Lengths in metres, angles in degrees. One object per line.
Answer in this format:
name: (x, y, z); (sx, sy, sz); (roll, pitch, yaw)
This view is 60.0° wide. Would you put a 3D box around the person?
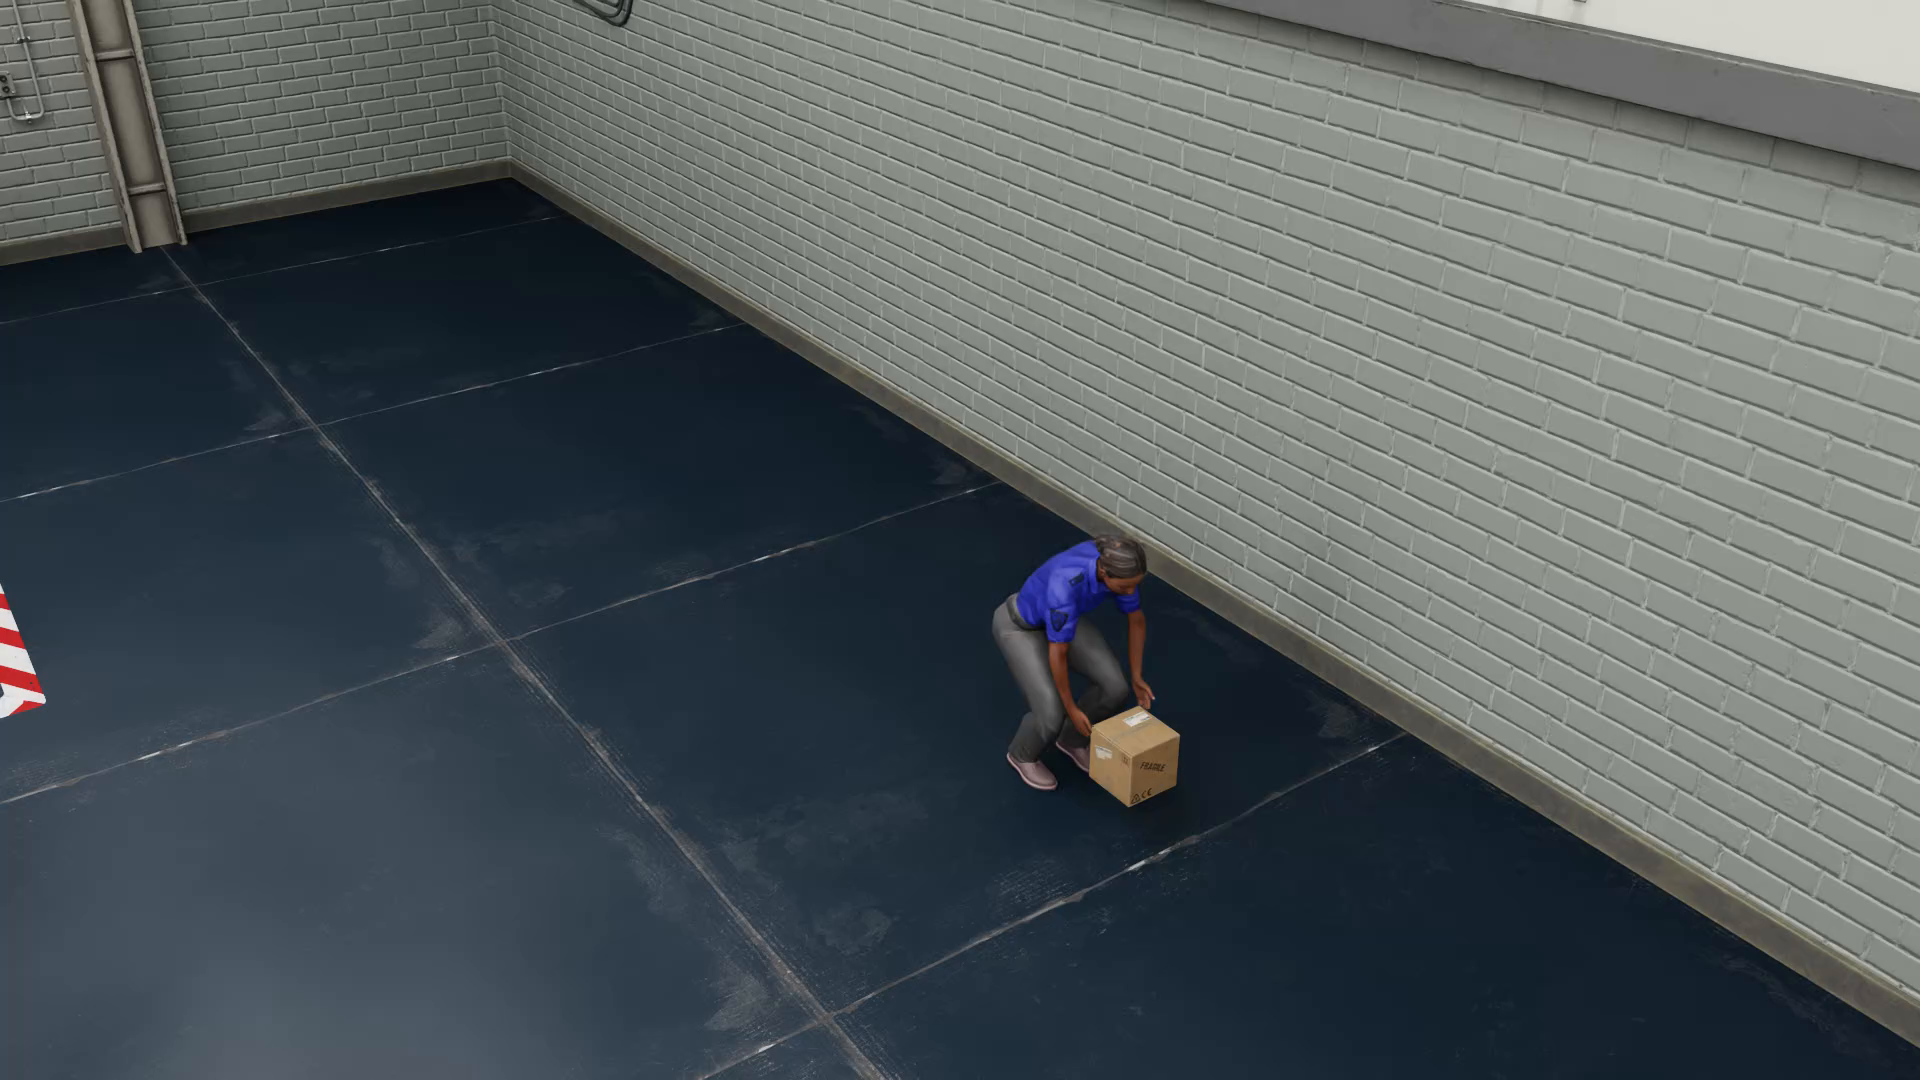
person: (0.476, 0.505, 6.804); (0.497, 1.092, 0.747); (-19, 34, -31)
